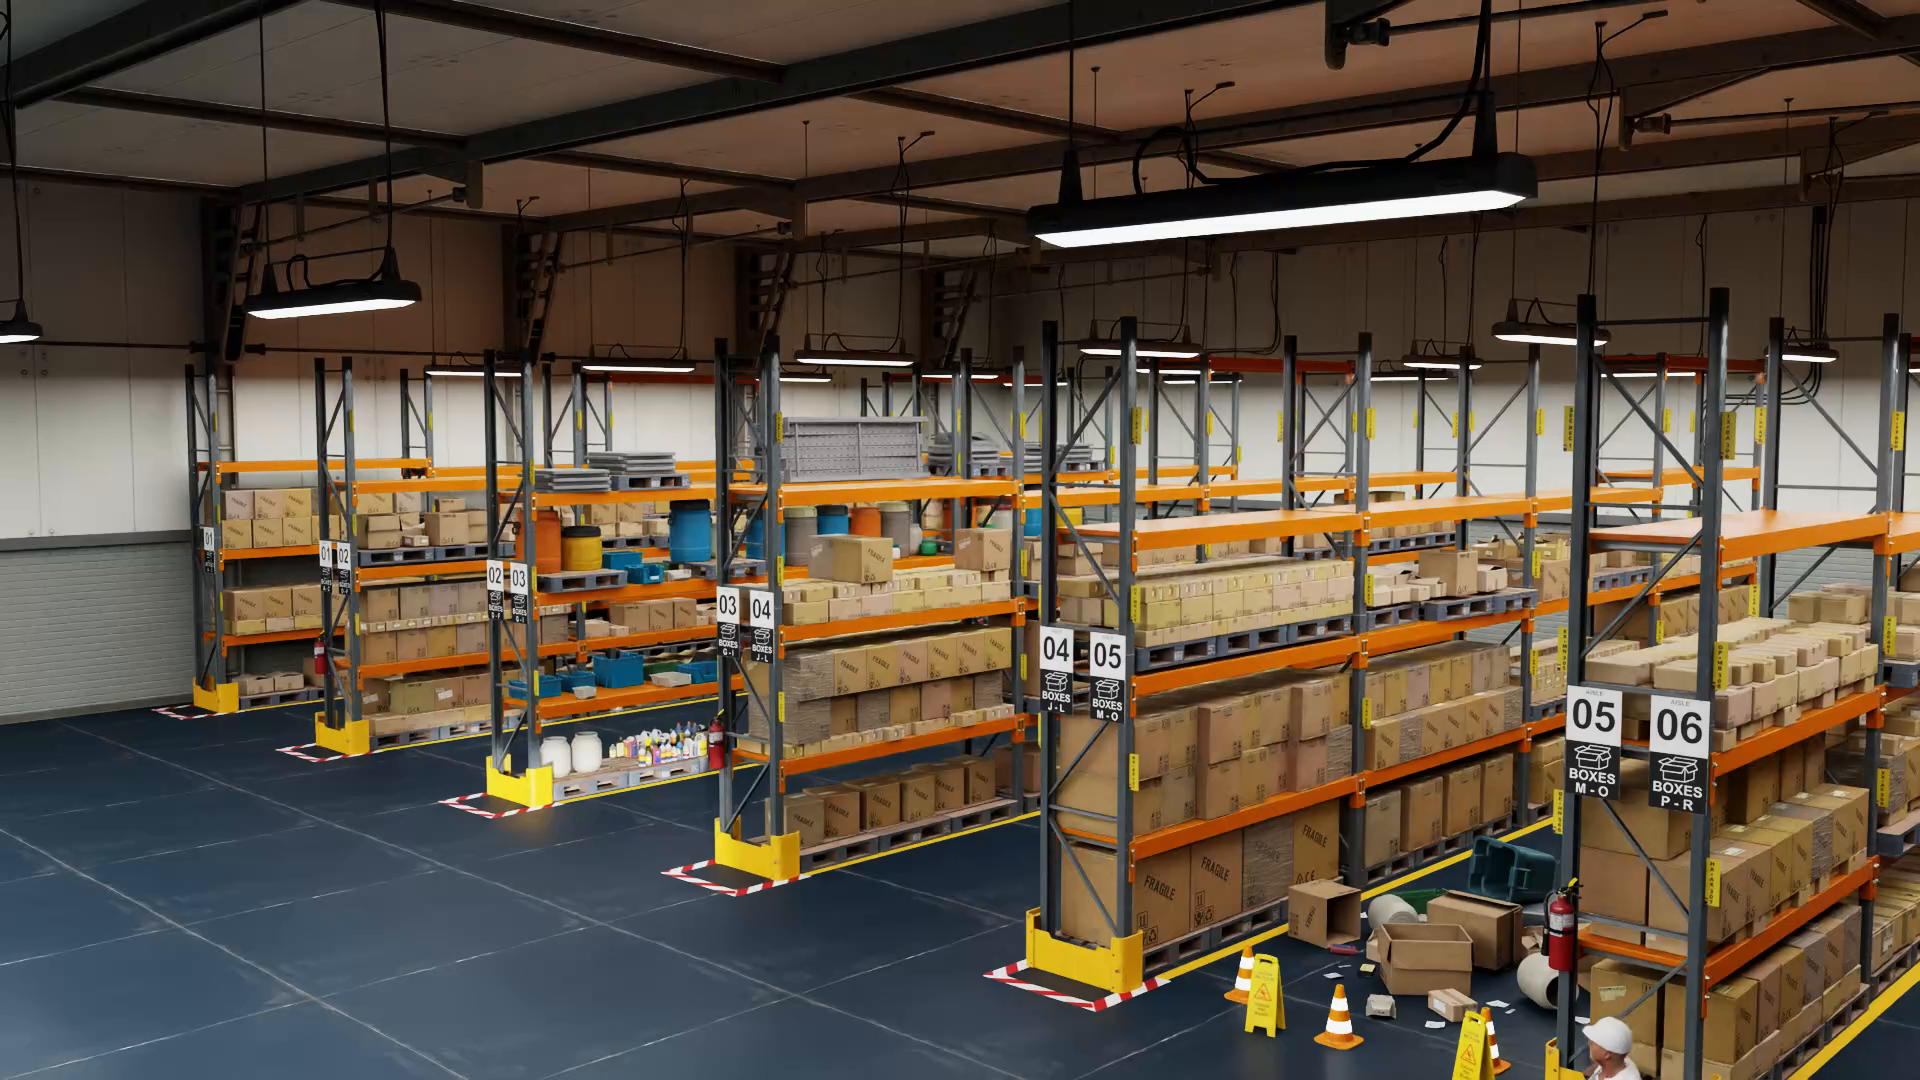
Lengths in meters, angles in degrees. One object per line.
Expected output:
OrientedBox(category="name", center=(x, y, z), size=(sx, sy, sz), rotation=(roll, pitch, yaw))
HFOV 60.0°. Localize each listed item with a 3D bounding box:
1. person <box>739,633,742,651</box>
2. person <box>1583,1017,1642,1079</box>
OrientedBox(category="person", center=(-4.579, 1.761, 33.828), size=(0.540, 1.659, 0.506), rotation=(4, 6, 42))
OrientedBox(category="person", center=(3.754, 3.554, 9.380), size=(0.791, 1.763, 0.556), rotation=(0, 4, 4))
